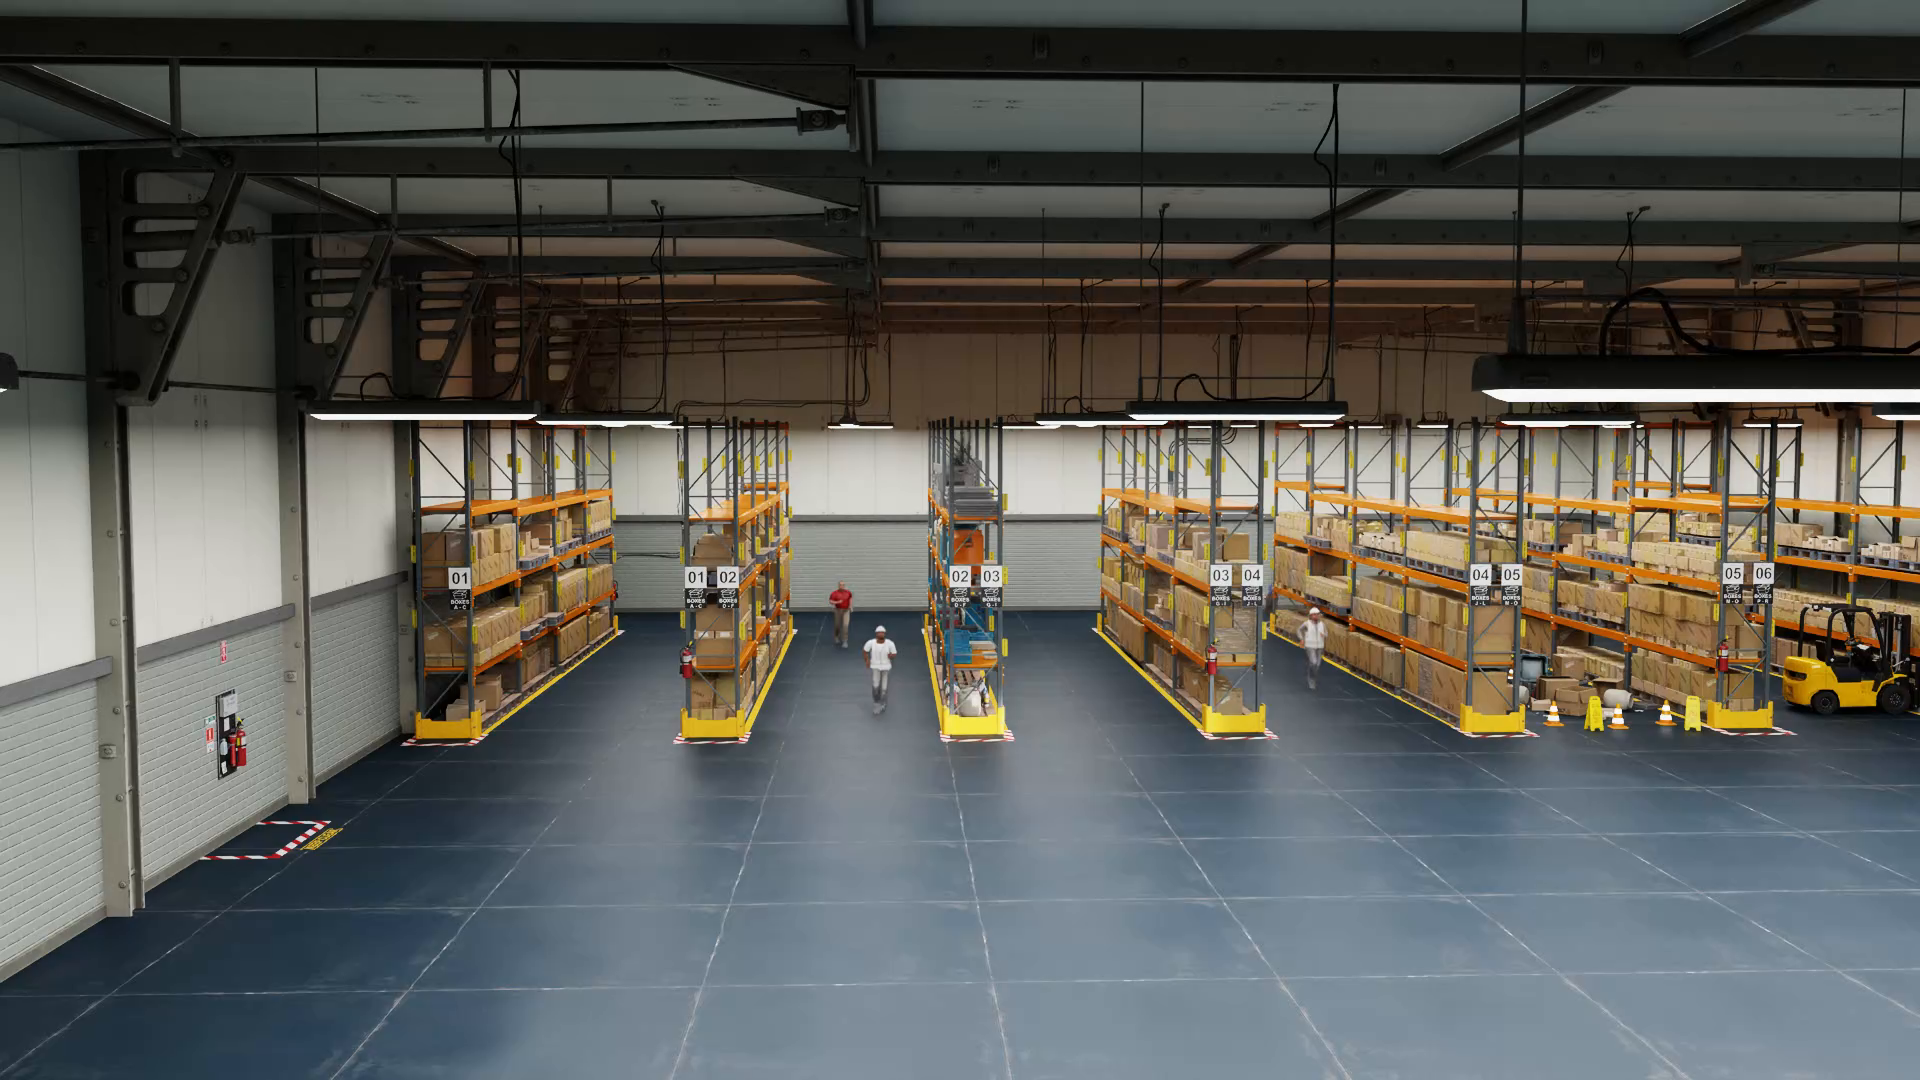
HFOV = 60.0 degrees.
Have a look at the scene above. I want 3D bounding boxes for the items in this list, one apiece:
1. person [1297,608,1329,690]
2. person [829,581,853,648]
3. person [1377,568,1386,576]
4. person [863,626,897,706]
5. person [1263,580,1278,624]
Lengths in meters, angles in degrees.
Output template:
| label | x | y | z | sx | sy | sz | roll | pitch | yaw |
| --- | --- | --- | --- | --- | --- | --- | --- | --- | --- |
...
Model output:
| label | x | y | z | sx | sy | sz | roll | pitch | yaw |
| --- | --- | --- | --- | --- | --- | --- | --- | --- | --- |
| person | 7.895 | 2.423 | 37.085 | 0.624 | 1.831 | 0.752 | -1 | 4 | -14 |
| person | -3.157 | 1.951 | 44.236 | 0.658 | 1.723 | 0.984 | -1 | 4 | -13 |
| person | 12.522 | 1.644 | 49.333 | 0.720 | 1.752 | 0.675 | 0 | 4 | -2 |
| person | -1.613 | 2.573 | 33.746 | 0.675 | 1.656 | 0.689 | 0 | 4 | -7 |
| person | 9.180 | 1.823 | 49.189 | 0.498 | 1.365 | 0.653 | 1 | 4 | 20 |
